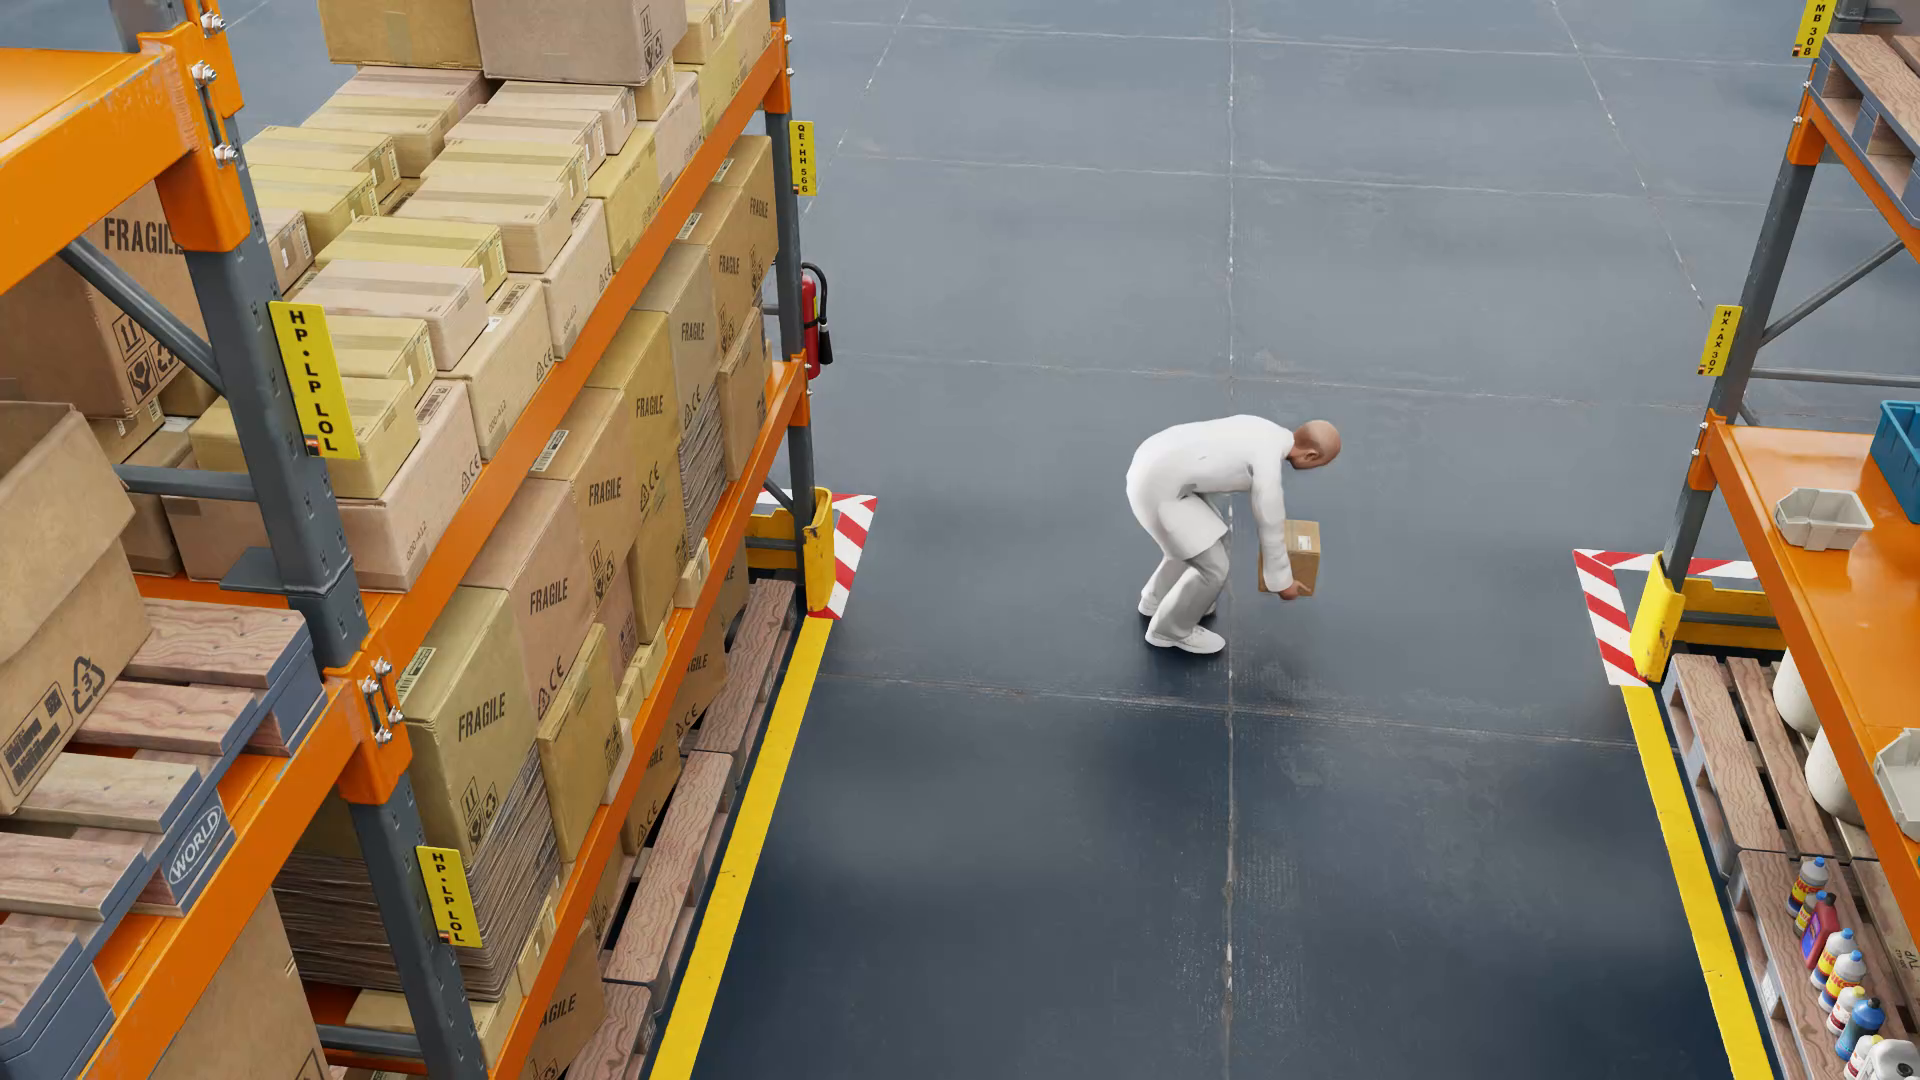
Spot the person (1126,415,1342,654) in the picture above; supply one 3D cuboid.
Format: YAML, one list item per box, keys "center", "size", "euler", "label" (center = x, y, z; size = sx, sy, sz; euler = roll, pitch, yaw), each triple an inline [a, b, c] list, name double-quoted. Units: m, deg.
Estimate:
- center: [1.216, -0.045, 7.627]
  size: [0.932, 1.182, 0.576]
  euler: [3, 36, 4]
  label: "person"
